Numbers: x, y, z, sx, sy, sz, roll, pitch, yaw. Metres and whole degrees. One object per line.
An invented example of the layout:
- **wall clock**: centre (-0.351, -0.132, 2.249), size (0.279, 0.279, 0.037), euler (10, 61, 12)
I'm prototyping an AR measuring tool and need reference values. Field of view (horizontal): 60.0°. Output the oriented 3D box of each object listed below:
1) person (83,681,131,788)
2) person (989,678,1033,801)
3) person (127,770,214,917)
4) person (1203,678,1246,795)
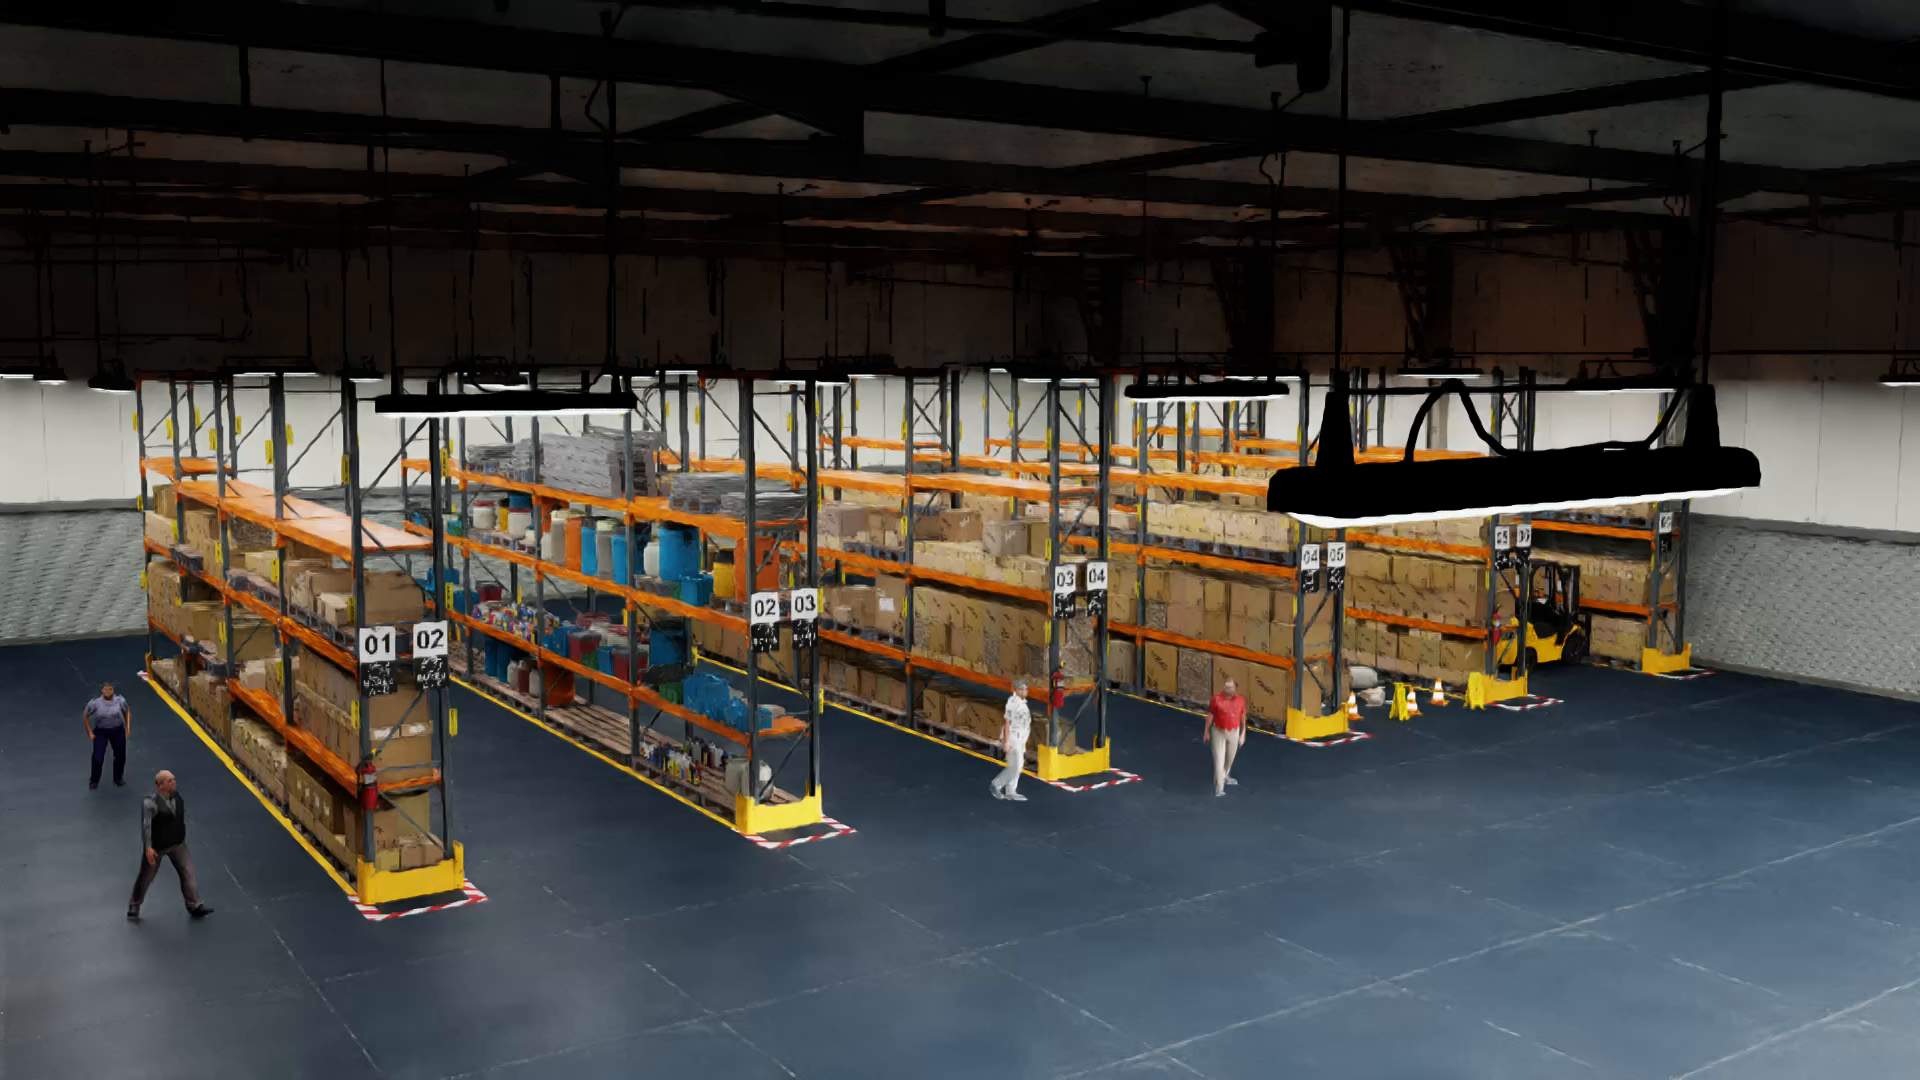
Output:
- **person**: centre (-12.406, 2.827, 24.213), size (0.625, 1.581, 0.510), euler (-5, 8, -36)
- **person**: centre (0.705, 2.818, 23.501), size (0.561, 1.750, 0.596), euler (2, 7, 19)
- **person**: centre (-8.891, 3.403, 18.557), size (0.931, 1.695, 0.574), euler (4, 7, 29)
- **person**: centre (3.839, 2.799, 23.953), size (0.586, 1.674, 0.966), euler (-1, 7, -10)
